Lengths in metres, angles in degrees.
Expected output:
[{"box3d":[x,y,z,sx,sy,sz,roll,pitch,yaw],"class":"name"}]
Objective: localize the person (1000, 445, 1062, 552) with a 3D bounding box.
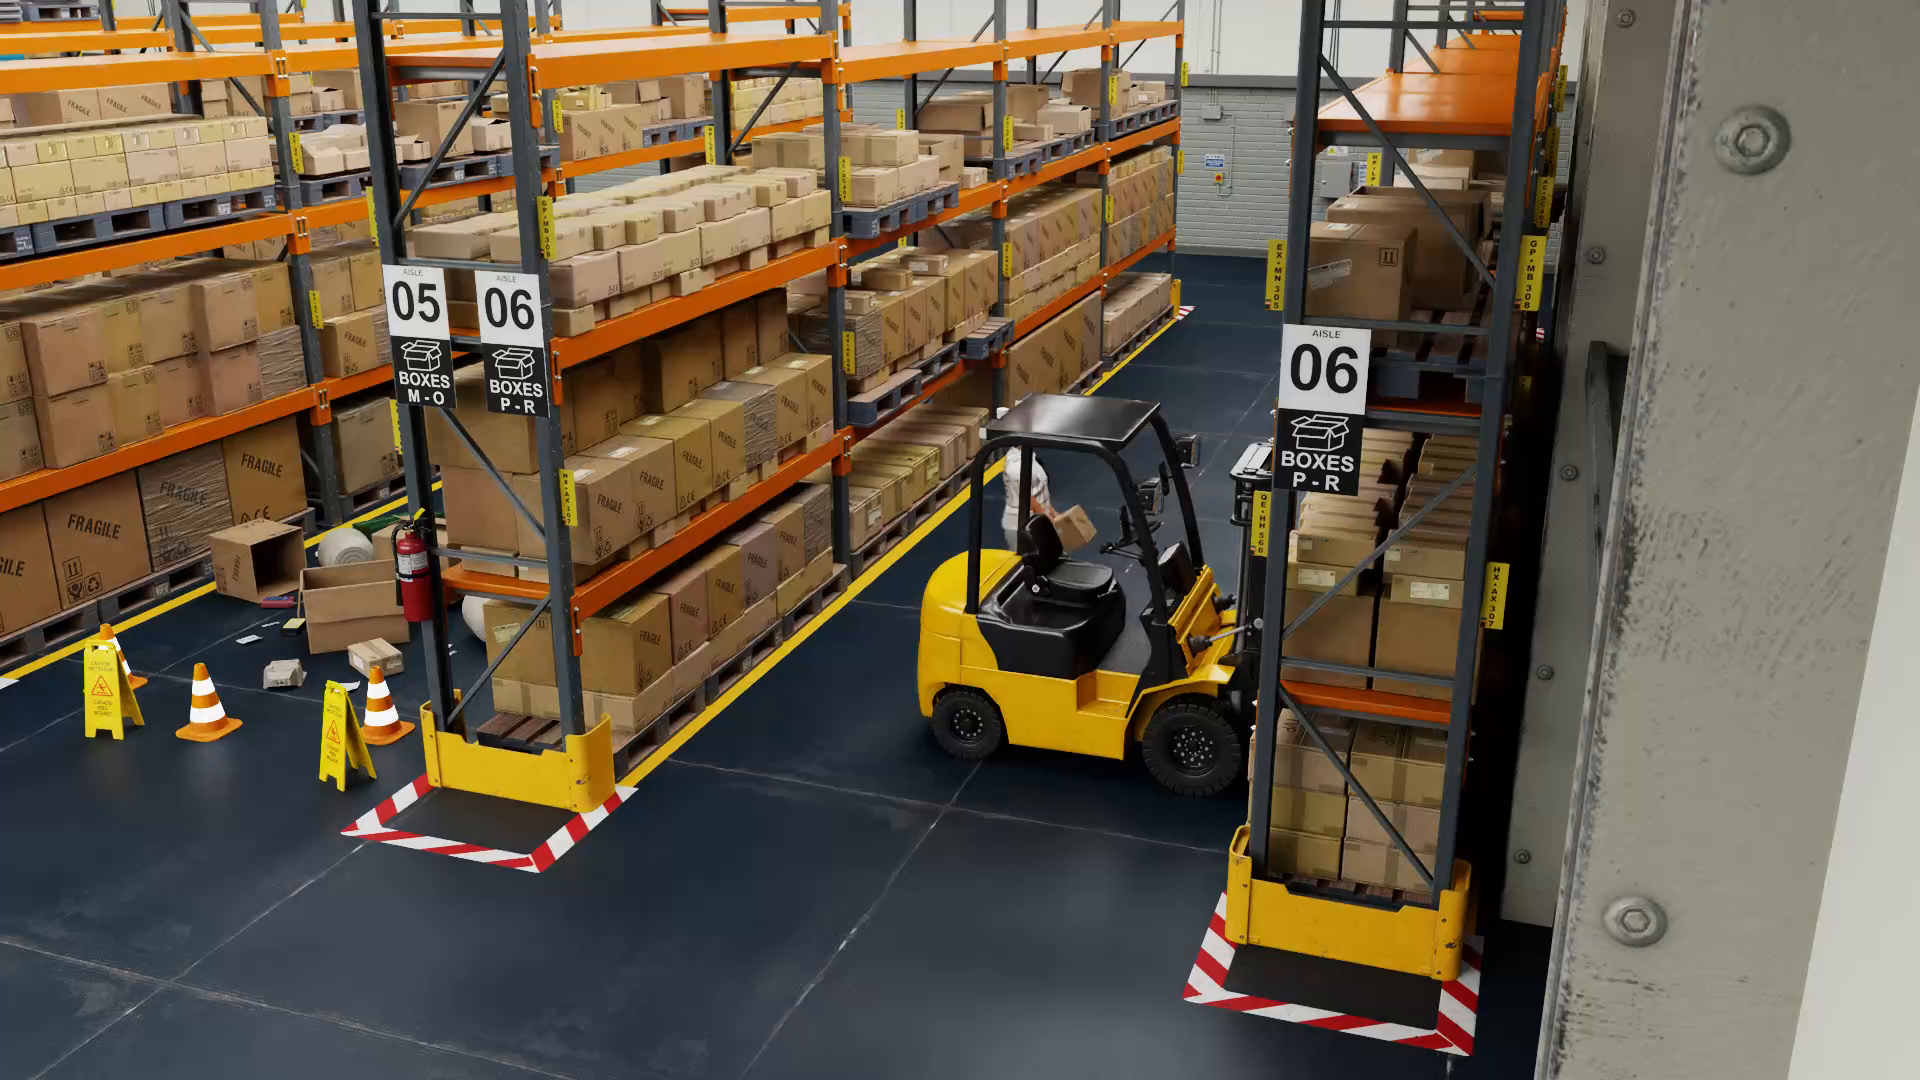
[{"box3d":[0.526,-0.100,12.317,0.399,1.671,0.578,-6,20,-16],"class":"person"}]
